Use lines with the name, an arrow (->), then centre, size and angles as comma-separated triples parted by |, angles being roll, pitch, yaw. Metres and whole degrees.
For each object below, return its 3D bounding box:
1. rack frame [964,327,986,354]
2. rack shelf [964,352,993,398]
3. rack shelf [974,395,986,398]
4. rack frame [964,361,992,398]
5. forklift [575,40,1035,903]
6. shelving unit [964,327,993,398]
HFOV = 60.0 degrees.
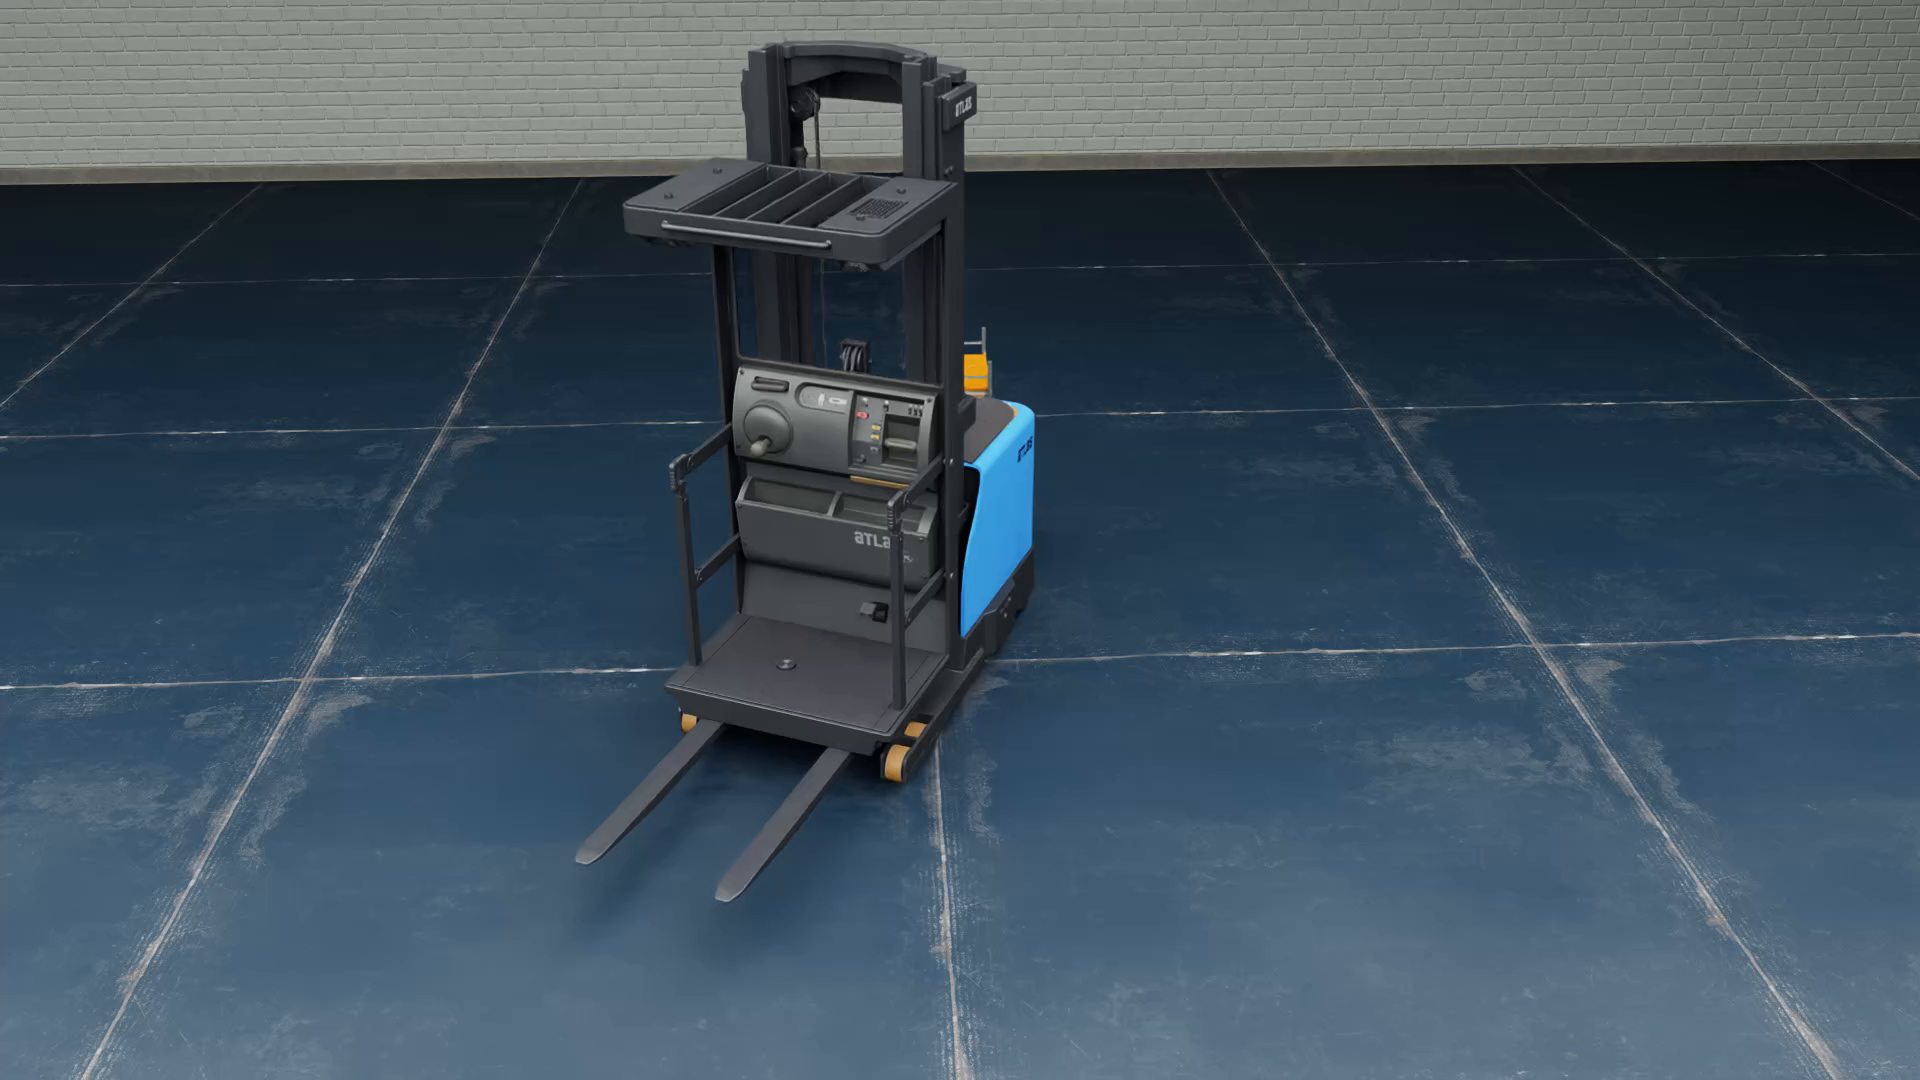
rack frame -> 0.015, -0.590, 9.084 | 0.240, 1.200, 0.015 | -1, 28, -3
rack shelf -> 0.027, -0.826, 8.686 | 0.258, 0.148, 0.480 | -1, 28, -3
rack shelf -> 0.027, -0.616, 8.795 | 0.258, 0.148, 0.480 | -1, 28, -3
rack frame -> 0.040, -0.365, 8.652 | 0.240, 1.200, 0.015 | -1, 28, -3
forklift -> -0.624, -0.463, 6.967 | 1.130, 2.935, 3.031 | 10, 29, 19
shelving unit -> 0.027, -0.477, 8.868 | 0.258, 1.200, 0.503 | -1, 28, -3
